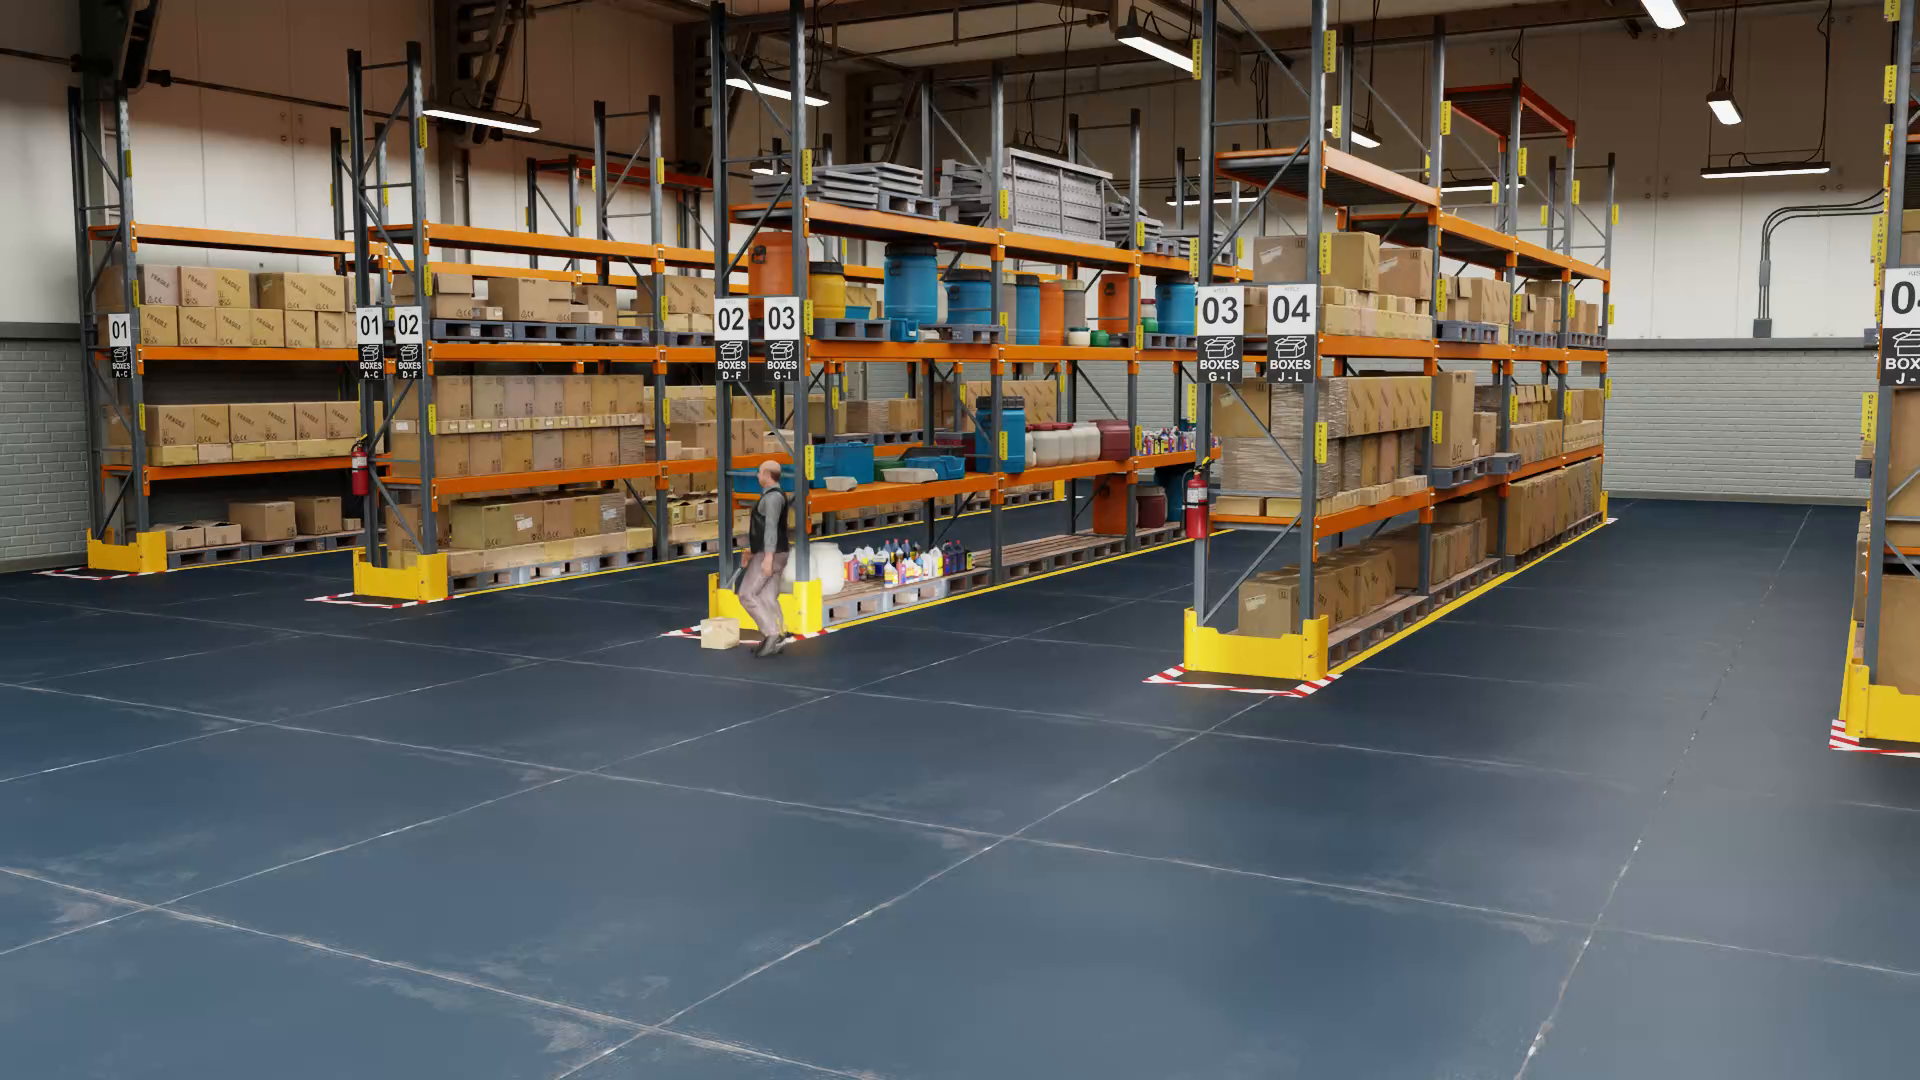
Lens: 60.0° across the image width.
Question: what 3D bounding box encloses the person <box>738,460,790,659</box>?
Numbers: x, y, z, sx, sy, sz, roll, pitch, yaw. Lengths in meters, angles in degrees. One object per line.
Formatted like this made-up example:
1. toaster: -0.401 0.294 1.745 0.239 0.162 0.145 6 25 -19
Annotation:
1. person: -1.727 0.157 14.678 0.452 1.712 0.639 0 6 -5
